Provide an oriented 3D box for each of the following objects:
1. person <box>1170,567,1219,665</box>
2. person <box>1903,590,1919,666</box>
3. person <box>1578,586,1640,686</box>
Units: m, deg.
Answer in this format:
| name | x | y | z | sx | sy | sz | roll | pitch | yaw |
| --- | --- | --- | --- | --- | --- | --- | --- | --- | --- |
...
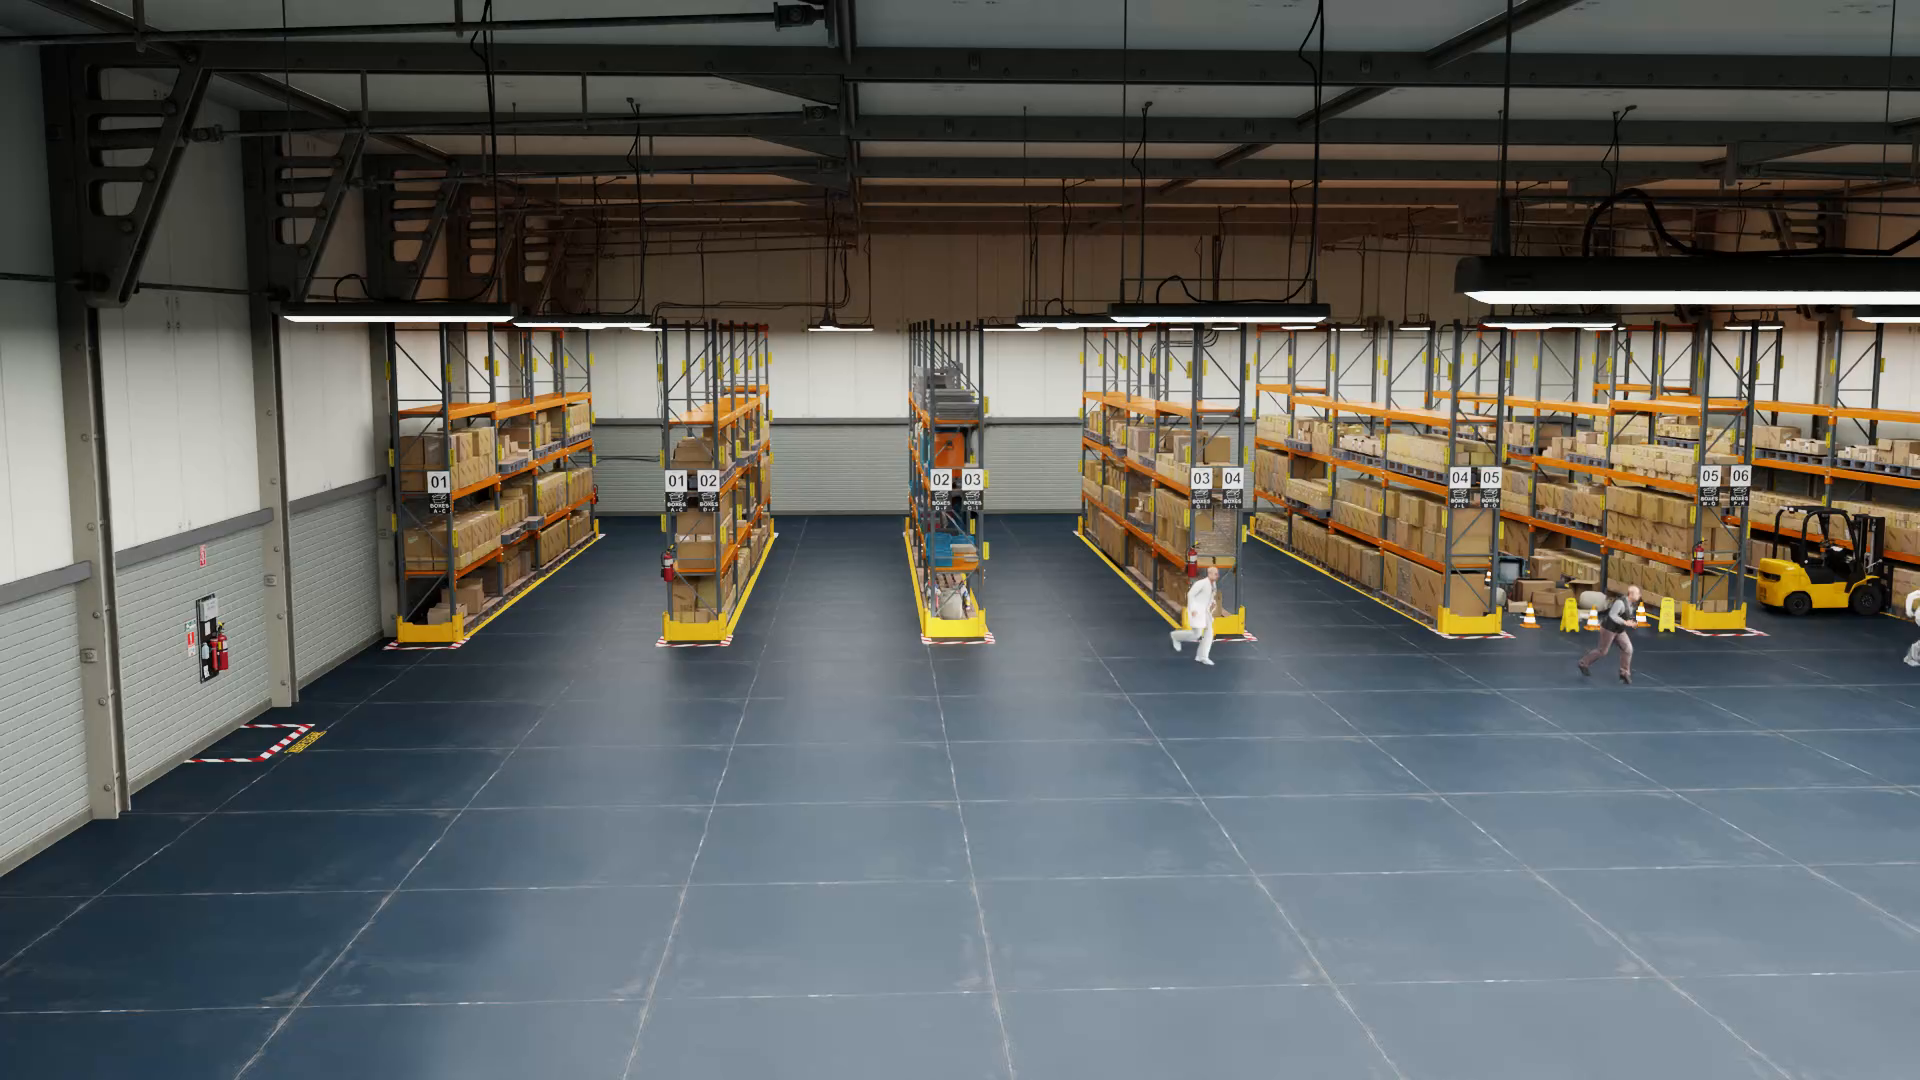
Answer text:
| name | x | y | z | sx | sy | sz | roll | pitch | yaw |
| --- | --- | --- | --- | --- | --- | --- | --- | --- | --- |
| person | 4.126 | 1.298 | 29.205 | 0.909 | 1.730 | 0.714 | 5 | 8 | 33 |
| person | 16.657 | 1.394 | 28.600 | 0.599 | 1.606 | 0.752 | -4 | 8 | -29 |
| person | 10.730 | 1.551 | 27.480 | 0.701 | 1.682 | 0.994 | -7 | 10 | -44 |
